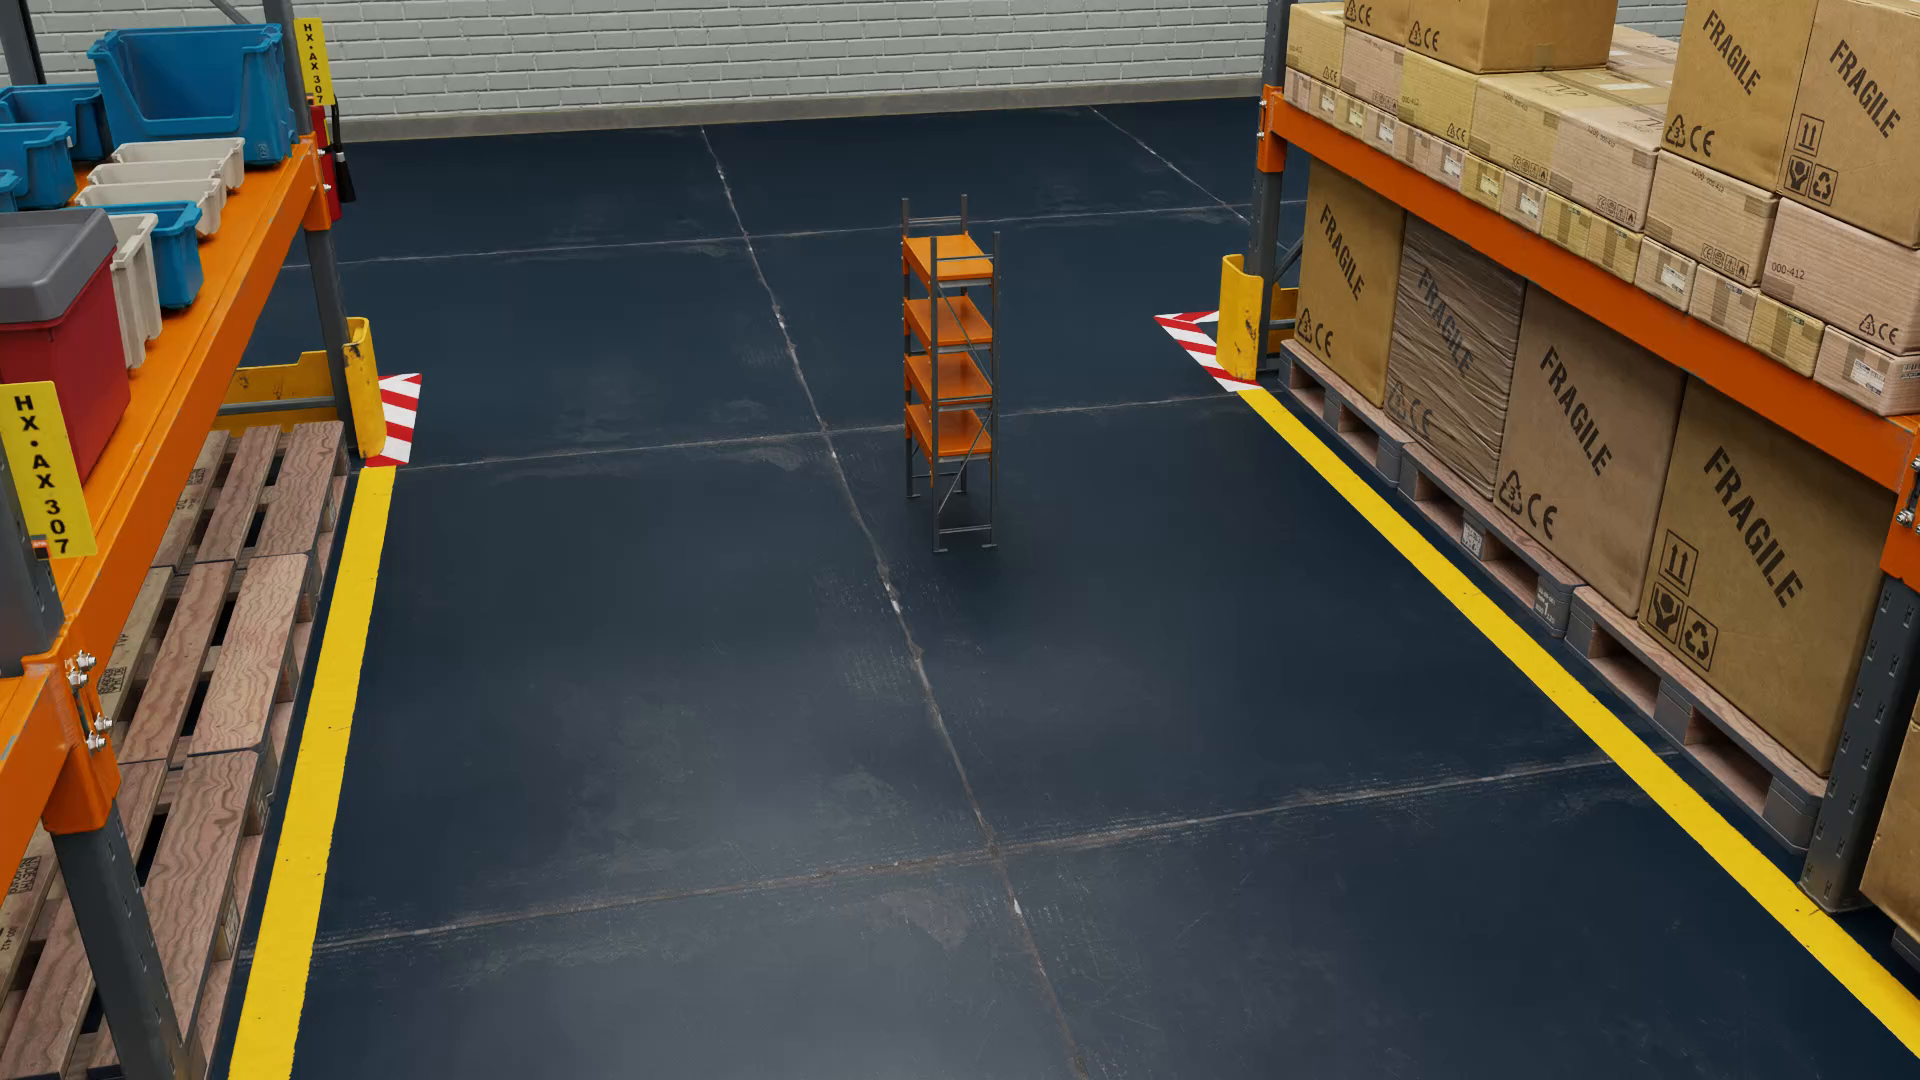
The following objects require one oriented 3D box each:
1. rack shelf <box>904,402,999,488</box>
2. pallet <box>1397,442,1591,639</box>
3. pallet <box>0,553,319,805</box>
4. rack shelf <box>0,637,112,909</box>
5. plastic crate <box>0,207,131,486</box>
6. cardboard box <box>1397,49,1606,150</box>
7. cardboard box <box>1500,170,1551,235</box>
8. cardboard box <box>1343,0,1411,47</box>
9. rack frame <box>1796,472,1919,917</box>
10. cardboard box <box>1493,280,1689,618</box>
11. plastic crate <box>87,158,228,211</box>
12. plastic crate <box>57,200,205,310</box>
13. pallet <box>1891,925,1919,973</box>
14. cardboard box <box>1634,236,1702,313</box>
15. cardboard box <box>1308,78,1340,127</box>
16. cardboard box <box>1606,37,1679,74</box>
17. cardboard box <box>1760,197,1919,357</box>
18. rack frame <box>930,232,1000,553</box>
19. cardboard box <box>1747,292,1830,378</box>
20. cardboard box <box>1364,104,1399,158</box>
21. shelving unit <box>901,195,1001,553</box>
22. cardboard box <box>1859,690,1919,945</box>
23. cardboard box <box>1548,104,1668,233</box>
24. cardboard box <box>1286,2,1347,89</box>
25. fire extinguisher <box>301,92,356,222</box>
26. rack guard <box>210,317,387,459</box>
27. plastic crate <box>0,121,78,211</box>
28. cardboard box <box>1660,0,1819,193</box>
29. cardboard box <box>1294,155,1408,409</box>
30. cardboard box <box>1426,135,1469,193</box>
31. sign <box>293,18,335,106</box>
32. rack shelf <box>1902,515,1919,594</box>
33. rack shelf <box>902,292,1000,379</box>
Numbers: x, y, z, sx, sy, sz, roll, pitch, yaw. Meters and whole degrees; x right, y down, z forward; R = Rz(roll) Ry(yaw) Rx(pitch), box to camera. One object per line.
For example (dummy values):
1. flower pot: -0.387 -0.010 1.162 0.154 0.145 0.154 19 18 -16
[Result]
1. rack shelf: -0.037 -0.371 6.243 0.258 0.148 0.480 -6 27 -12
2. pallet: 2.351 -0.073 6.161 1.003 0.211 1.213 -6 27 -12
3. pallet: -2.583 0.453 5.119 1.003 0.211 1.213 -6 27 -12
4. rack shelf: -1.650 1.263 1.218 1.077 0.370 4.000 -6 27 -12
5. plastic crate: -2.058 -0.409 3.595 0.402 0.464 0.583 -6 27 -12
6. cardboard box: 1.902 -1.575 5.877 0.500 0.250 0.500 -7 28 -13
7. cardboard box: 1.991 -1.104 5.387 0.380 0.149 0.250 -6 27 -11
8. cardboard box: 1.781 -2.139 6.162 0.500 0.500 0.500 -7 28 -13
9. rack frame: 2.725 -0.440 3.792 1.000 3.000 0.127 -6 27 -12
10. cardboard box: 2.451 -0.371 5.549 0.875 0.875 0.875 -6 27 -12
11. plastic crate: -2.591 -1.133 5.393 0.396 0.136 0.243 -6 27 -12
12. plastic crate: -2.290 -0.769 4.564 0.416 0.233 0.300 -6 27 -12
13. pallet: 2.972 1.136 3.764 1.003 0.211 1.213 -6 27 -12
14. cardboard box: 2.163 -0.767 4.719 0.380 0.149 0.250 -5 27 -11
15. cardboard box: 1.641 -1.782 6.730 0.380 0.149 0.250 -6 27 -12
16. cardboard box: 2.420 -1.629 5.986 0.500 0.250 0.500 -7 28 -13
17. cardboard box: 2.370 -0.673 4.090 0.500 0.250 0.500 -6 27 -13
18. rack frame: 0.018 -0.501 5.911 0.240 1.200 0.015 -6 27 -12
19. cardboard box: 2.278 -0.541 4.272 0.380 0.149 0.250 -5 27 -11
20. cardboard box: 1.759 -1.555 6.280 0.380 0.149 0.250 -6 27 -12
21. shelving unit: -0.037 -0.608 6.124 0.258 1.200 0.503 -6 27 -12
22. cardboard box: 2.888 0.600 3.623 1.225 0.875 0.875 -6 27 -11
23. cardboard box: 2.135 -1.124 4.983 0.500 0.250 0.500 -5 27 -11
24. cardboard box: 1.668 -2.023 6.766 0.500 0.250 0.500 -7 28 -13
25. fire extinguisher: -2.593 -1.604 6.599 0.296 0.674 0.183 -6 27 -12
26. rack guard: -3.020 -0.586 6.856 1.175 0.500 0.348 -6 27 -12
27. plastic crate: -3.119 -1.214 5.445 0.416 0.233 0.300 -6 27 -12
28. cardboard box: 2.252 -1.235 4.372 0.500 0.500 0.500 -6 27 -11
29. cardboard box: 2.046 -1.162 7.115 0.875 0.875 0.875 -6 27 -12
30. cardboard box: 1.874 -1.330 5.835 0.380 0.149 0.250 -6 27 -12
31. sign: -2.470 -1.828 6.362 0.100 0.325 0.005 -6 27 -12
32. rack shelf: 3.176 0.760 2.214 1.077 0.370 4.000 -6 27 -12
33. rack shelf: -0.037 -0.748 6.053 0.258 0.148 0.480 -6 27 -12
